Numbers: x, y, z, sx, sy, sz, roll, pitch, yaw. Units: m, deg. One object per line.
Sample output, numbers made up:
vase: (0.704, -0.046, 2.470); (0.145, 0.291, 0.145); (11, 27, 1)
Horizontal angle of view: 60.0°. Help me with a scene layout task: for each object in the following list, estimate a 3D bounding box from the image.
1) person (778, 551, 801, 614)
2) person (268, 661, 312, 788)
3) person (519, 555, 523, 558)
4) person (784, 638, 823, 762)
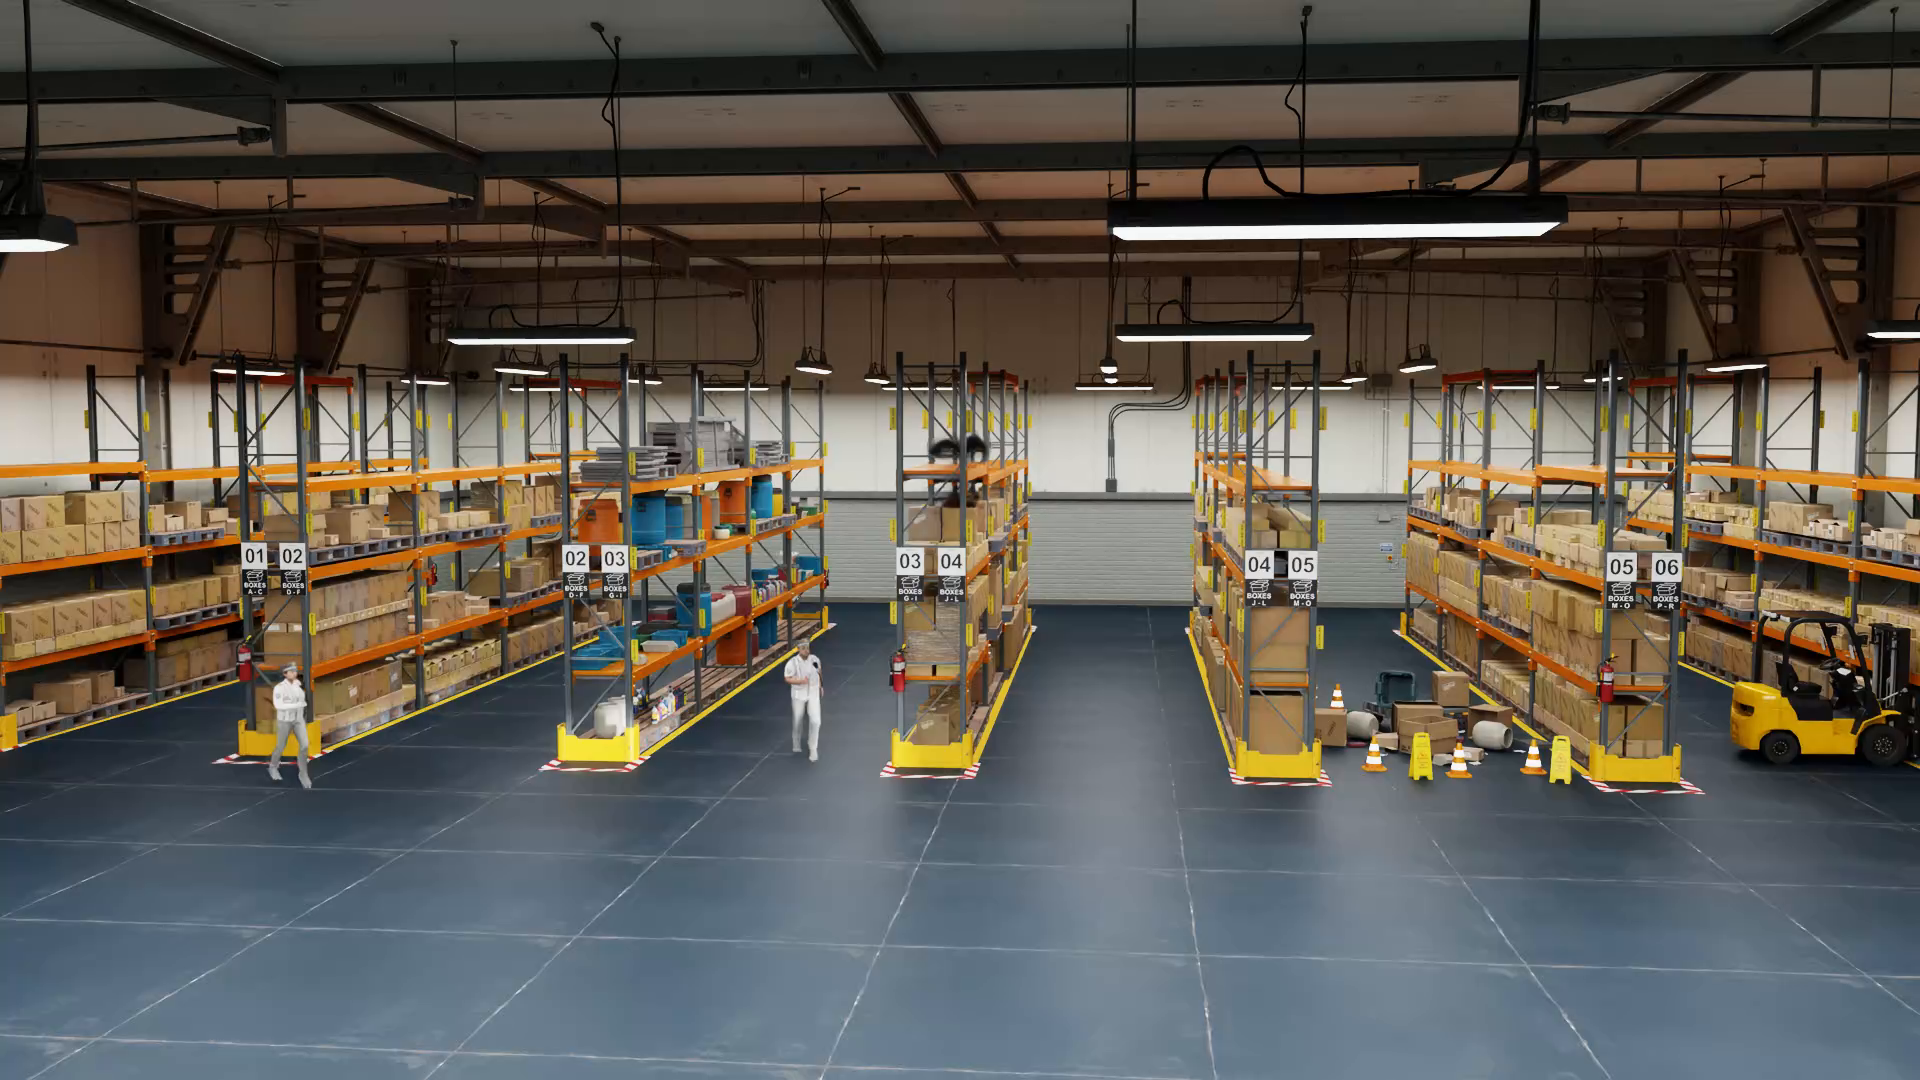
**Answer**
person: (-4.290, 1.142, 42.272); (0.543, 1.710, 0.747); (2, 4, 21)
person: (-9.242, 2.524, 22.898); (0.845, 1.740, 0.564); (3, 5, 36)
person: (-11.151, 1.181, 42.471); (0.529, 1.601, 0.664); (2, 5, 31)
person: (-2.318, 2.365, 24.751); (0.616, 1.847, 0.872); (-1, 4, -16)
